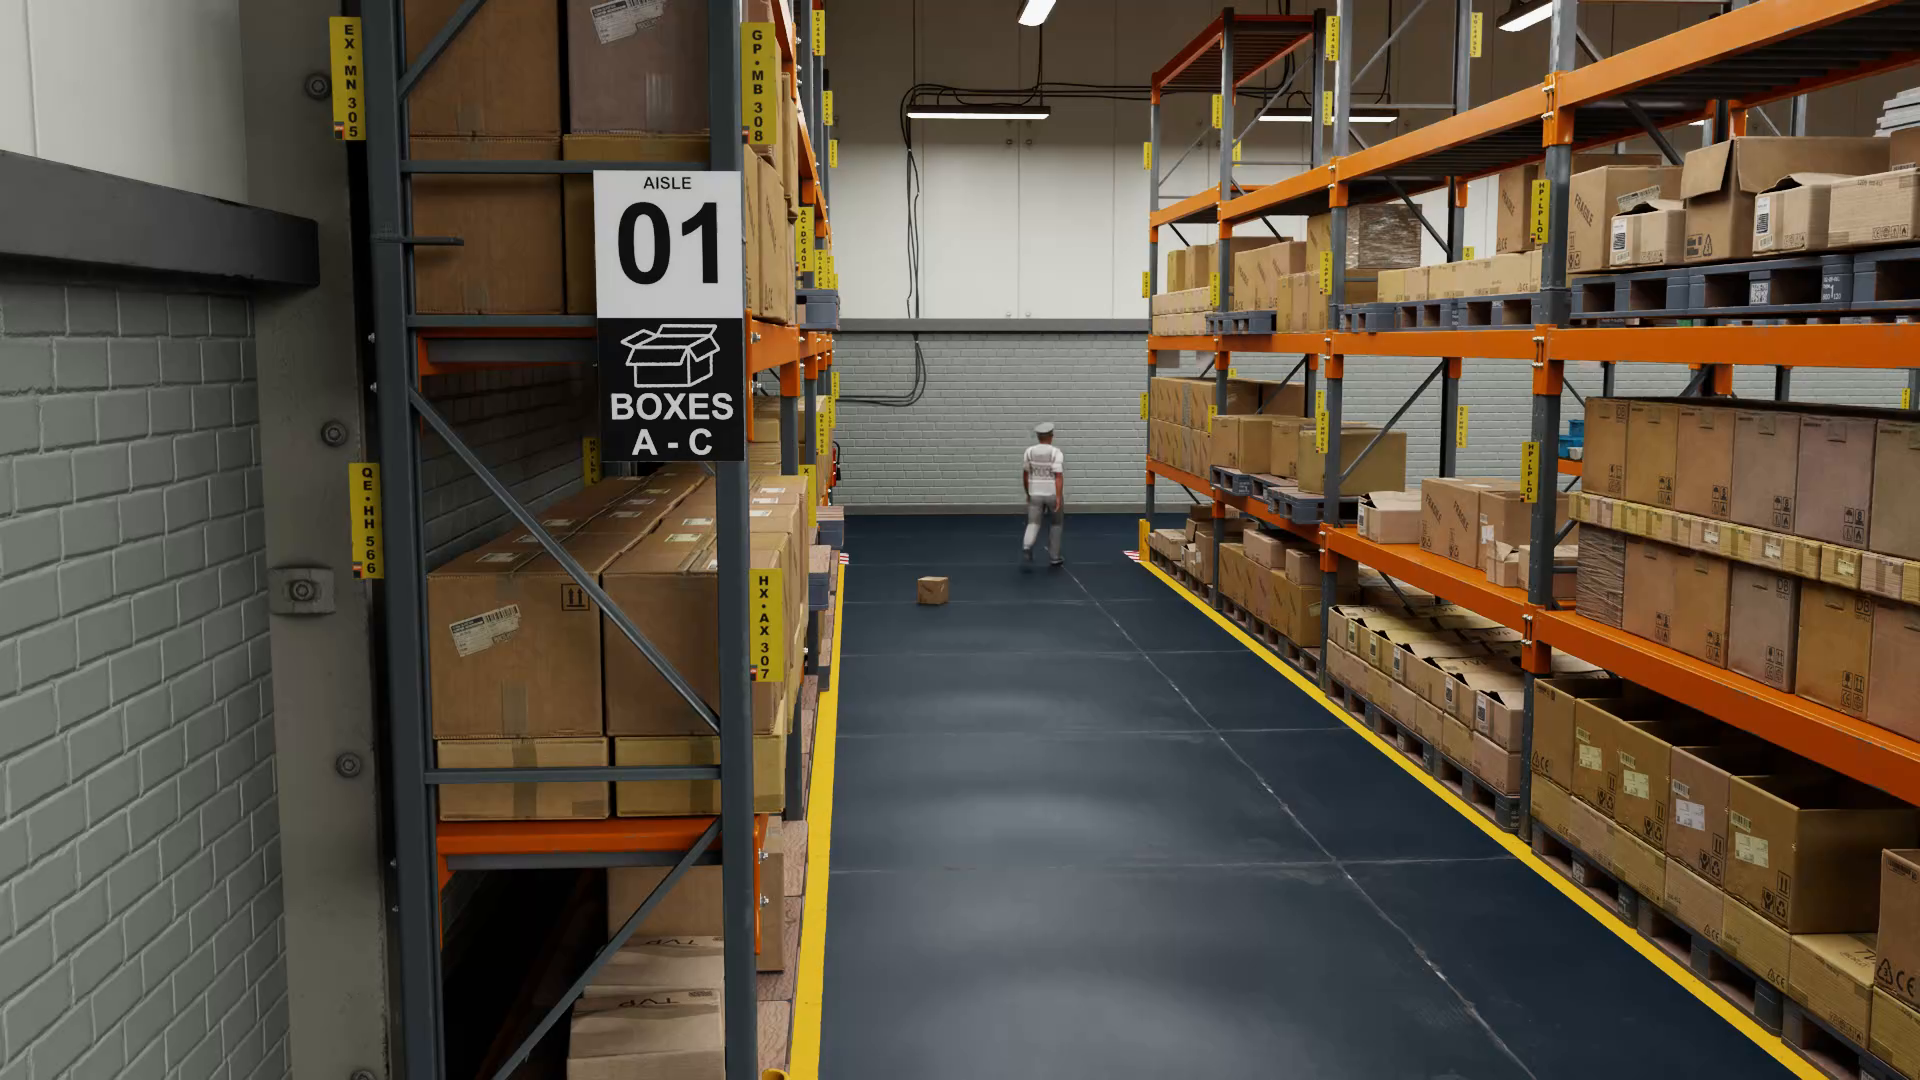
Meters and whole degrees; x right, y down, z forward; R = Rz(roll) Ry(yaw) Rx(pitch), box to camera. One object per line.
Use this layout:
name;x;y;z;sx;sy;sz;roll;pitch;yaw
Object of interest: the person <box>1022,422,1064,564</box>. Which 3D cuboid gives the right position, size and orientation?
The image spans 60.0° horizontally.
person;1.019;-0.560;20.263;0.532;1.735;0.892;2;7;18
